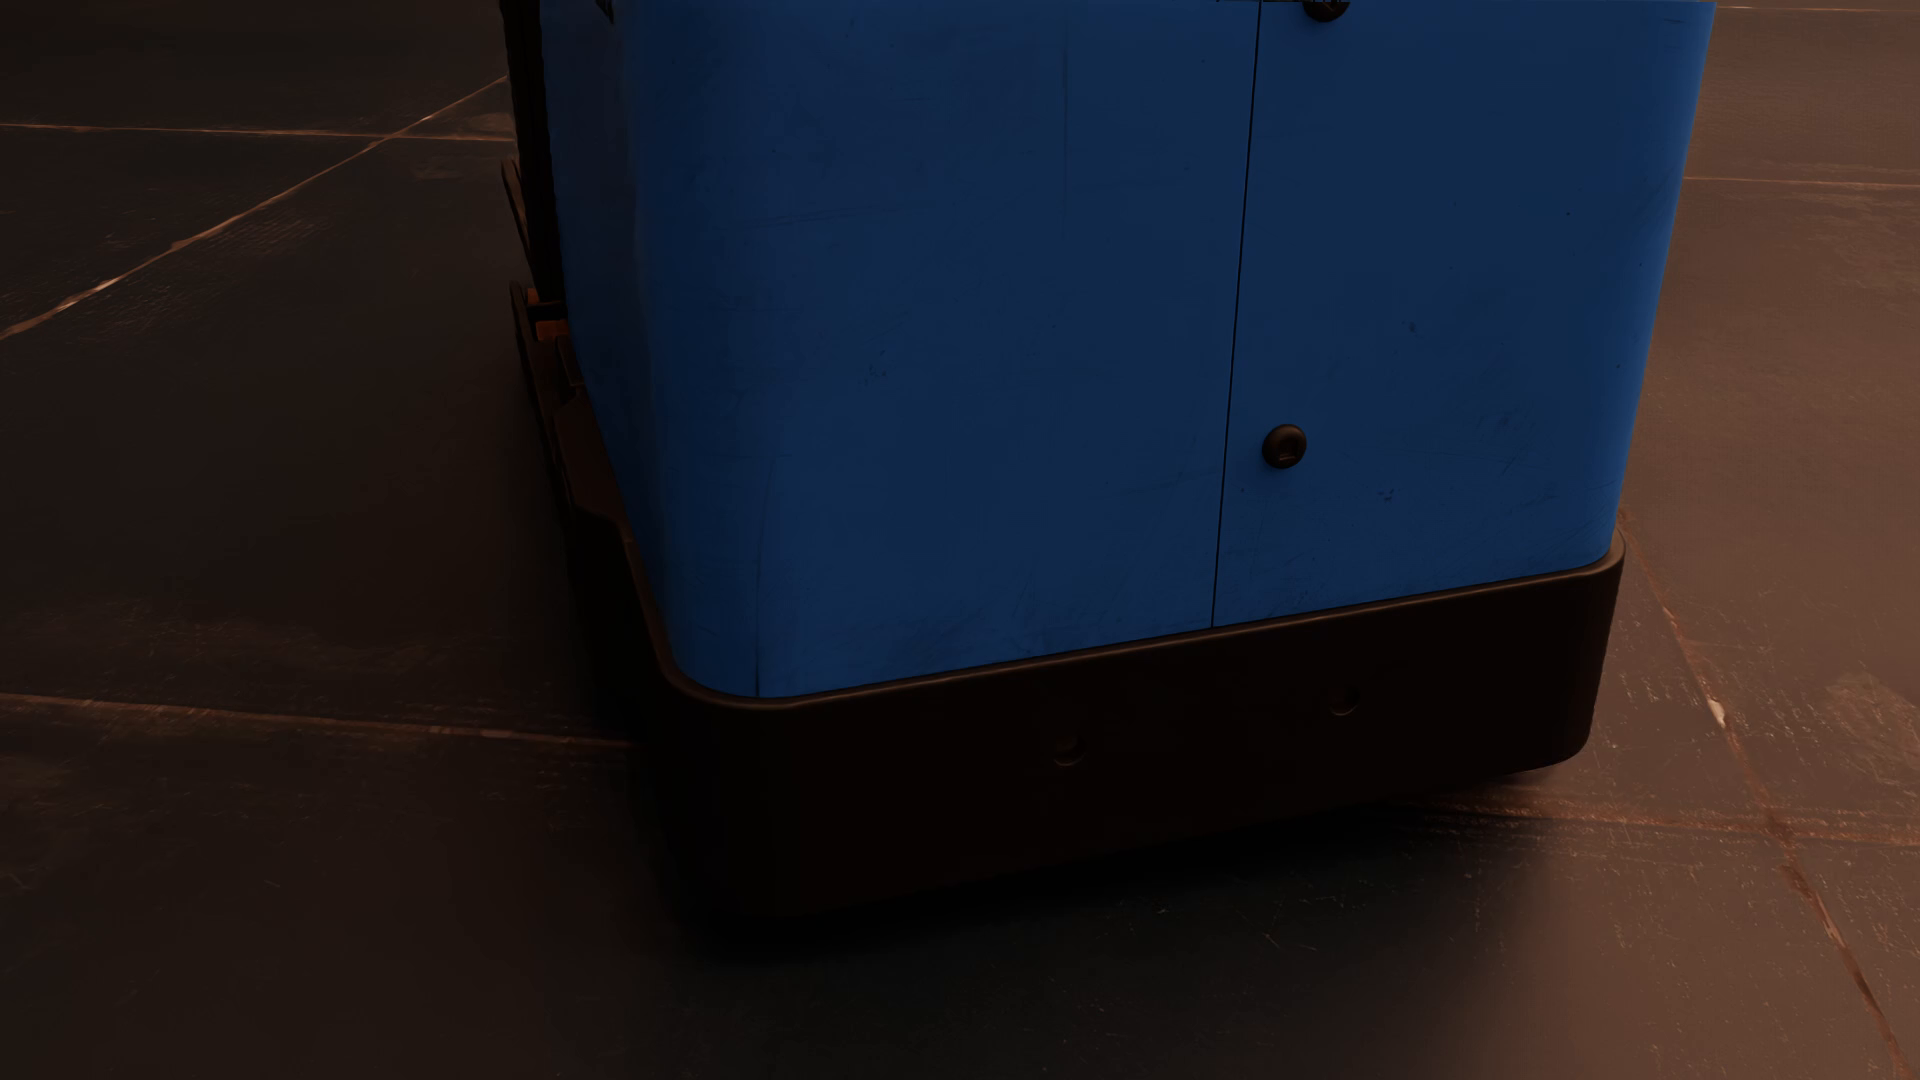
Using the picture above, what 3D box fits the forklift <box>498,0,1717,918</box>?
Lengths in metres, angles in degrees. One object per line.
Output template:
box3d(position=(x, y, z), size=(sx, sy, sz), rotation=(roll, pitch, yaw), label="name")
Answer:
box3d(position=(-0.208, -1.584, 2.393), size=(1.130, 2.935, 3.031), rotation=(-8, 28, -16), label="forklift")
